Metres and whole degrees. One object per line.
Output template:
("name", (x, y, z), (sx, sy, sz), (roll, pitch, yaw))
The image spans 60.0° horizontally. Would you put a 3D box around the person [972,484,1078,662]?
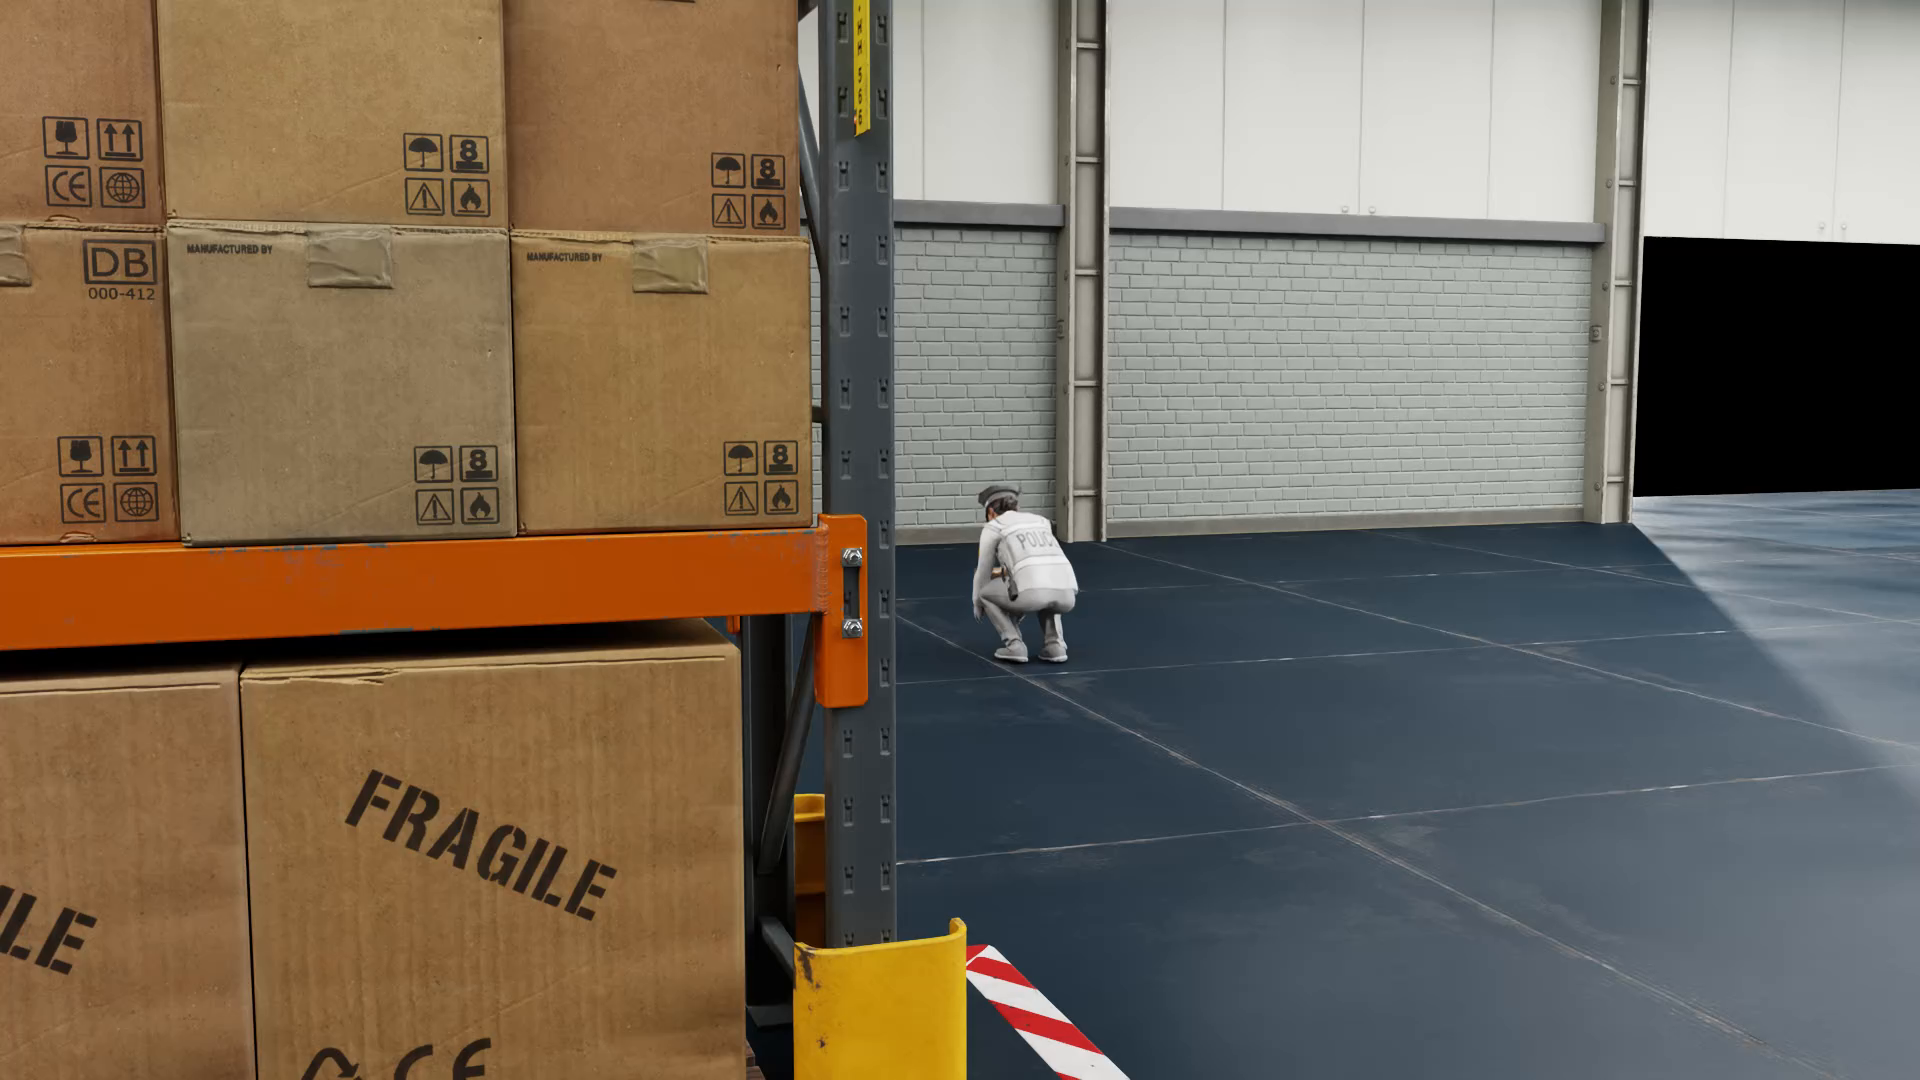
("person", (0.345, 0.182, 9.266), (0.470, 0.971, 0.837), (-2, 6, -20))
